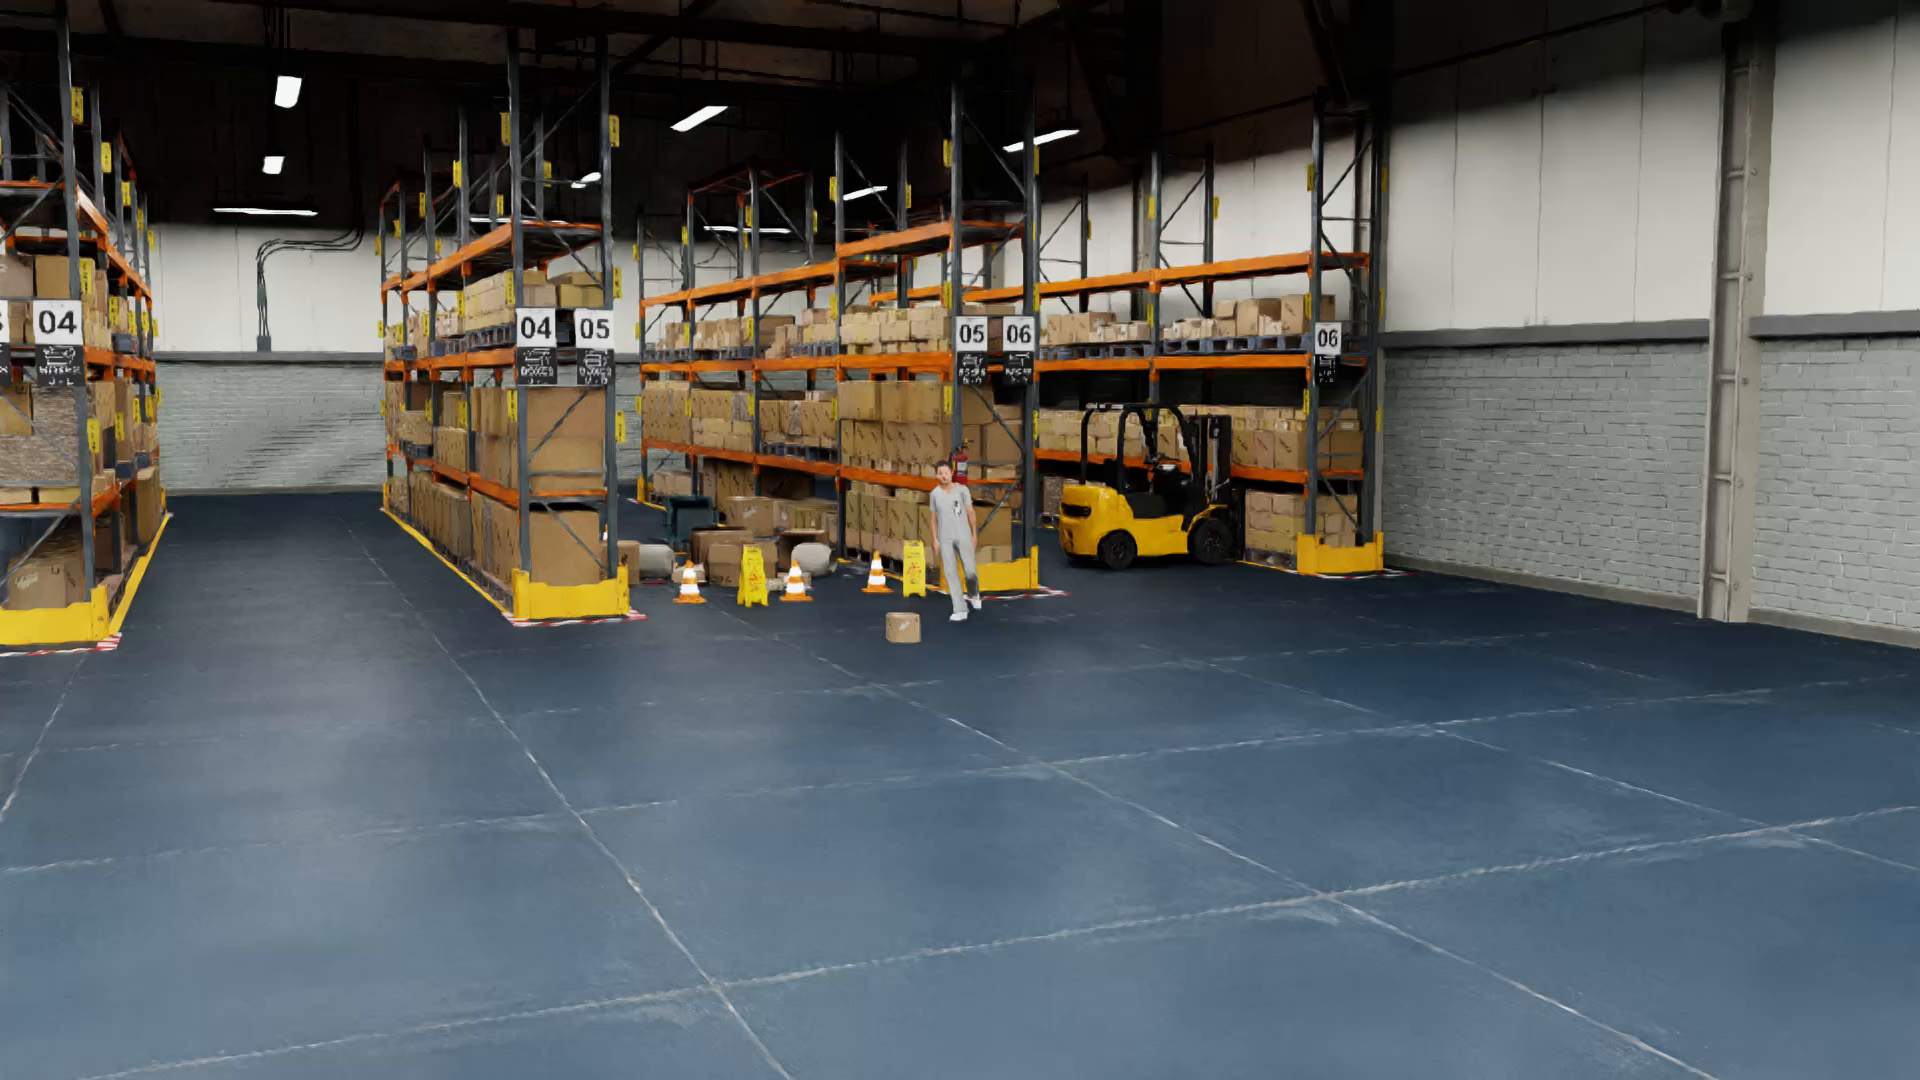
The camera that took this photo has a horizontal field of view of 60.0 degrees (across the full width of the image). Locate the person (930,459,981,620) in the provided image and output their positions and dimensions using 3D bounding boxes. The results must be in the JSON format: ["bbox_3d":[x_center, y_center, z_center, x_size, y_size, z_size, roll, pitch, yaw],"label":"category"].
[{"bbox_3d":[-0.053,-0.016,17.151,0.506,1.644,0.750,1,6,11],"label":"person"}]
